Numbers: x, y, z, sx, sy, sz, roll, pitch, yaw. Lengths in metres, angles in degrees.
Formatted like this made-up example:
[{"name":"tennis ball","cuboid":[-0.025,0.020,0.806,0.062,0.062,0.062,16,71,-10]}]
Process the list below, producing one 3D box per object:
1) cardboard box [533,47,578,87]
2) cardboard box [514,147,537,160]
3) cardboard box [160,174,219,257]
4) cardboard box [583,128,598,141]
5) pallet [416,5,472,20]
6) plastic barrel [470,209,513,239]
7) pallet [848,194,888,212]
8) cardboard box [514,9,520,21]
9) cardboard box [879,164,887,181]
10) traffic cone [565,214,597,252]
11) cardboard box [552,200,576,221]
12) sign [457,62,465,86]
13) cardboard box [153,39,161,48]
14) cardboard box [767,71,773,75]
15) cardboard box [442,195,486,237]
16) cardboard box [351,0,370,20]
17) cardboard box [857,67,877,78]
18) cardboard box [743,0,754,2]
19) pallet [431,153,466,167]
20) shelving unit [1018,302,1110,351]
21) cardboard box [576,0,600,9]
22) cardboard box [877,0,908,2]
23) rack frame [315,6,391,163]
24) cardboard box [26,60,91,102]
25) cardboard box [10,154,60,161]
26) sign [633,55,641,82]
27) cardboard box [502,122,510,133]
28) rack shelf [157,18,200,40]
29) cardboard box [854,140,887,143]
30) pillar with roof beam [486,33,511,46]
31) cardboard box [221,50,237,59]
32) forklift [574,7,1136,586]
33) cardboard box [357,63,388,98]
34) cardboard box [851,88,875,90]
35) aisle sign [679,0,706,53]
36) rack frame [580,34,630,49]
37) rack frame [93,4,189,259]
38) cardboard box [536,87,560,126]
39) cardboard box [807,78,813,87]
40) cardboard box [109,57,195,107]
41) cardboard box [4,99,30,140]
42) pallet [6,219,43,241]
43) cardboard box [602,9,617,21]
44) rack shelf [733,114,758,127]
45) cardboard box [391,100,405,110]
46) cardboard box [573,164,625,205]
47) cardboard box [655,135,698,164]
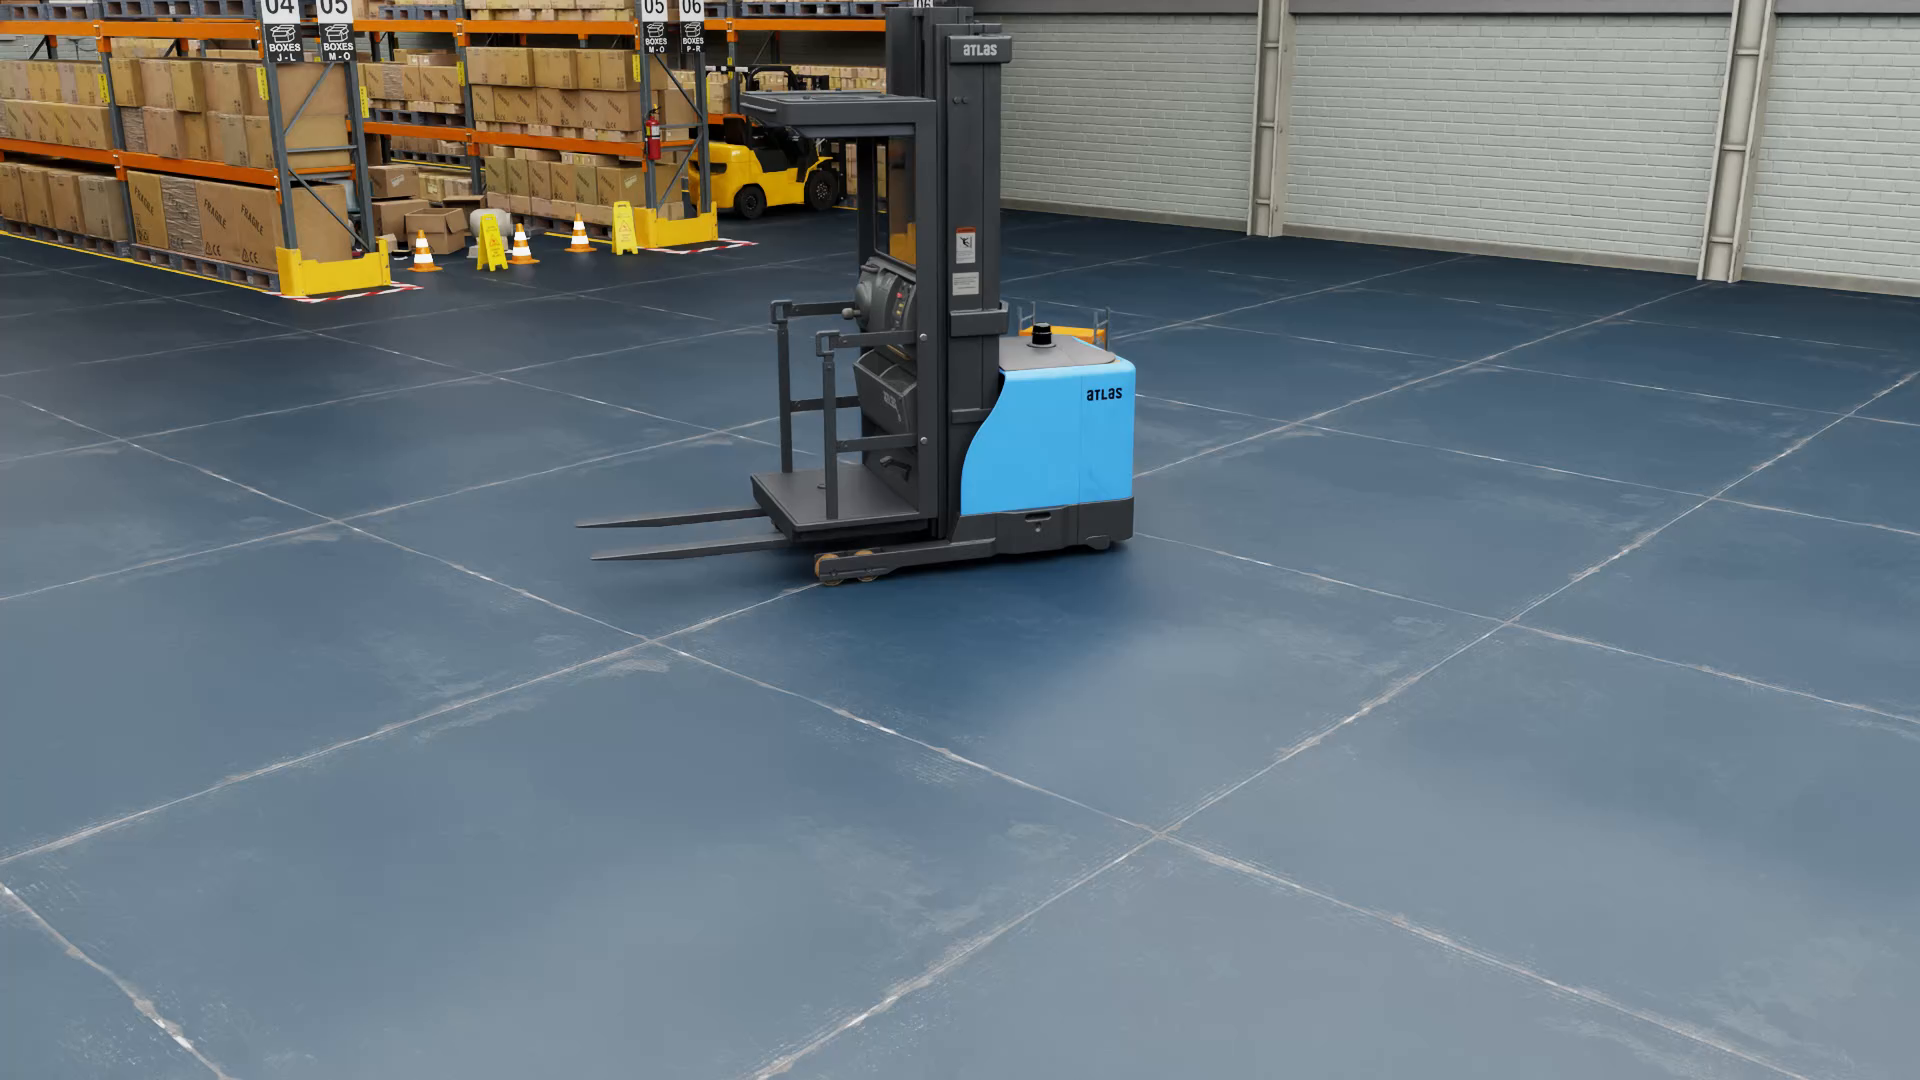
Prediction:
[{"name":"cardboard box","cuboid":[-5.311,-6.380,22.446,0.500,0.500,0.700,15,23,39]},{"name":"cardboard box","cuboid":[-5.970,-5.385,23.161,0.250,0.149,0.380,16,24,41]},{"name":"cardboard box","cuboid":[-8.781,-3.875,19.681,0.875,0.875,0.875,15,23,40]},{"name":"cardboard box","cuboid":[-4.755,-5.381,22.023,0.250,0.149,0.380,16,23,40]},{"name":"pallet","cuboid":[-7.062,-7.638,24.073,1.003,0.211,1.213,15,23,39]},{"name":"plastic barrel","cuboid":[-6.229,-4.191,22.118,0.512,0.421,0.421,-3,18,-8]},{"name":"pallet","cuboid":[-0.987,-5.286,25.917,1.213,0.211,1.003,15,23,39]},{"name":"cardboard box","cuboid":[-5.830,-7.136,22.596,0.250,0.149,0.380,14,22,38]},{"name":"cardboard box","cuboid":[-0.959,-5.625,25.404,0.500,0.250,0.500,15,23,39]},{"name":"traffic cone","cuboid":[-4.857,-3.932,21.237,0.334,0.463,0.336,15,23,39]},{"name":"cardboard box","cuboid":[-5.240,-4.547,22.833,0.500,0.250,0.500,14,22,37]},{"name":"sign","cuboid":[-7.037,-6.576,23.458,0.005,0.325,0.100,15,23,39]},{"name":"cardboard box","cuboid":[-14.204,-8.896,29.795,0.250,0.149,0.380,15,23,39]},{"name":"cardboard box","cuboid":[-2.886,-7.560,26.745,0.250,0.149,0.380,14,23,38]},{"name":"cardboard box","cuboid":[-6.773,-4.437,22.761,0.500,0.500,0.500,-3,18,-8]},{"name":"cardboard box","cuboid":[-8.961,-8.238,25.486,0.500,0.500,0.700,15,23,39]},{"name":"cardboard box","cuboid":[-1.351,-7.149,25.450,0.250,0.149,0.380,15,23,40]},{"name":"cardboard box","cuboid":[-3.245,-8.673,26.578,0.250,0.149,0.380,16,23,40]},{"name":"pallet","cuboid":[-9.876,-7.689,33.491,1.213,0.211,1.003,15,23,39]},{"name":"shelving unit","cuboid":[0.631,-0.841,10.279,0.503,1.200,0.258,8,19,23]},{"name":"cardboard box","cuboid":[-4.608,-6.993,21.485,0.500,0.250,0.500,15,23,39]},{"name":"cardboard box","cuboid":[-0.880,-8.230,24.600,0.500,0.500,0.500,16,24,41]},{"name":"rack frame","cuboid":[-9.663,-6.953,26.562,0.127,3.000,1.000,15,23,39]},{"name":"cardboard box","cuboid":[-11.780,-6.041,21.870,0.500,0.500,0.700,15,23,38]},{"name":"cardboard box","cuboid":[-13.228,-5.372,23.779,0.500,0.250,0.500,14,22,37]},{"name":"sign","cuboid":[-4.063,-5.928,20.895,0.005,0.325,0.100,15,23,39]},{"name":"cardboard box","cuboid":[-6.206,-5.809,23.372,0.250,0.149,0.380,15,23,39]},{"name":"rack shelf","cuboid":[-14.151,-9.245,30.013,4.000,0.370,1.077,15,23,39]},{"name":"cardboard box","cuboid":[-1.365,-6.178,26.319,0.500,0.250,0.500,15,23,39]},{"name":"pillar with roof beam","cuboid":[-12.143,-11.109,29.740,0.400,9.000,9.100,15,23,39]},{"name":"cardboard box","cuboid":[-12.118,-8.031,28.141,0.500,0.500,0.500,15,23,39]},{"name":"forklift","cuboid":[-0.590,-1.334,8.969,3.031,2.935,1.130,-6,19,-19]},{"name":"cardboard box","cuboid":[-9.086,-7.097,25.664,0.500,0.500,0.500,17,24,42]},{"name":"cardboard box","cuboid":[-1.312,-6.664,25.486,0.500,0.500,0.500,16,24,41]},{"name":"aisle sign","cuboid":[-3.427,-6.644,21.289,0.004,0.787,0.394,15,23,39]},{"name":"rack frame","cuboid":[-6.371,-8.077,30.103,0.127,3.000,1.000,15,23,39]},{"name":"rack frame","cuboid":[-9.881,-5.010,20.439,0.127,3.000,1.000,15,23,39]},{"name":"cardboard box","cuboid":[-5.378,-5.892,22.561,0.500,0.500,0.500,15,23,40]},{"name":"cardboard box","cuboid":[-2.172,-7.192,26.077,0.250,0.149,0.380,14,23,38]},{"name":"cardboard box","cuboid":[-9.628,-5.514,19.995,0.550,0.550,0.875,15,23,39]},{"name":"cardboard box","cuboid":[-12.334,-5.608,22.158,0.500,0.500,0.500,15,23,39]},{"name":"pallet","cuboid":[-12.334,-4.308,22.839,1.213,0.211,1.003,15,23,39]},{"name":"cardboard box","cuboid":[-4.340,-6.708,21.245,0.250,0.149,0.380,15,23,40]},{"name":"rack shelf","cuboid":[-1.884,-6.529,26.416,4.000,0.370,1.077,15,23,39]},{"name":"cardboard box","cuboid":[-8.367,-6.591,25.141,0.250,0.149,0.380,16,24,41]},{"name":"cardboard box","cuboid":[-4.844,-4.800,22.388,0.500,0.500,0.500,16,24,41]},{"name":"cardboard box","cuboid":[-4.916,-6.752,29.161,0.625,0.625,0.875,14,22,37]}]
